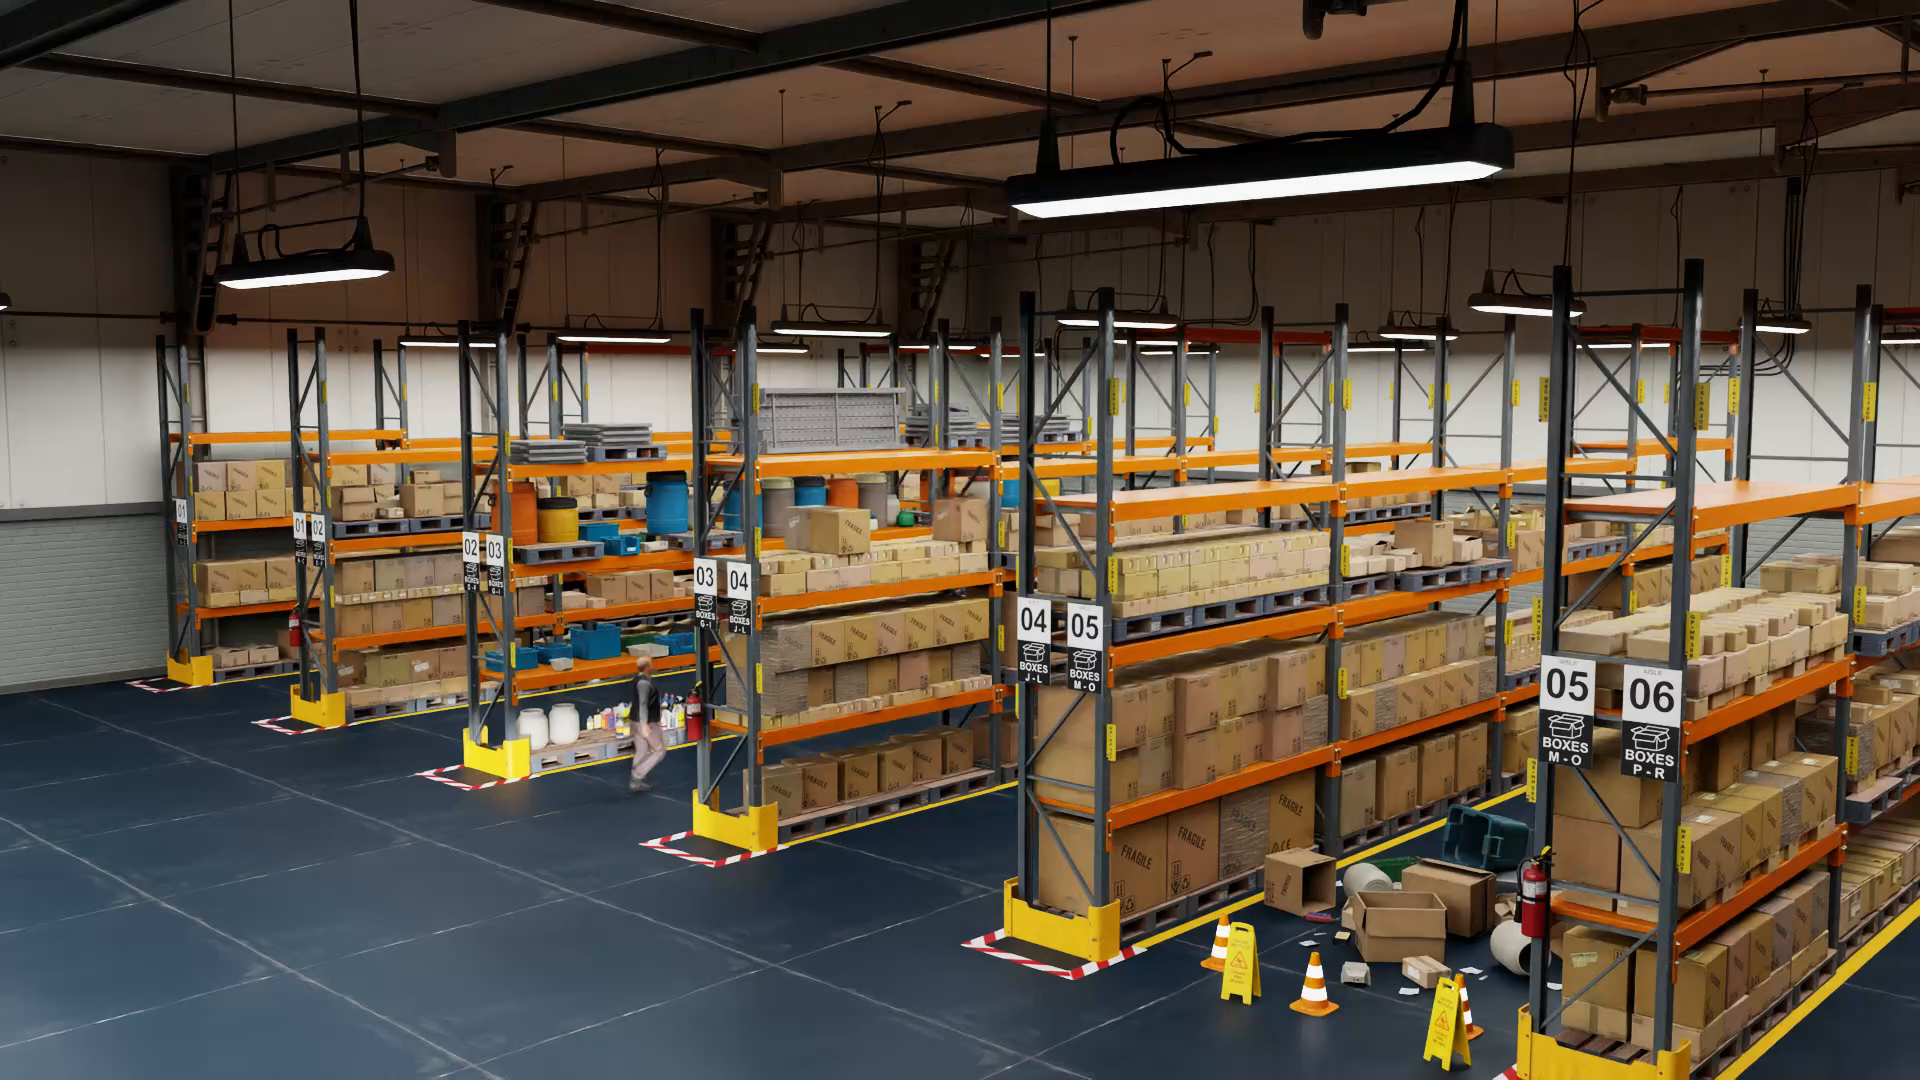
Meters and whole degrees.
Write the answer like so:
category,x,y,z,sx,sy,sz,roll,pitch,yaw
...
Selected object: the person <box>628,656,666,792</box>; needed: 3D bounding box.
category,x,y,z,sx,sy,sz,roll,pitch,yaw
person,-4.020,2.328,21.056,0.478,1.711,0.579,-4,7,-35
